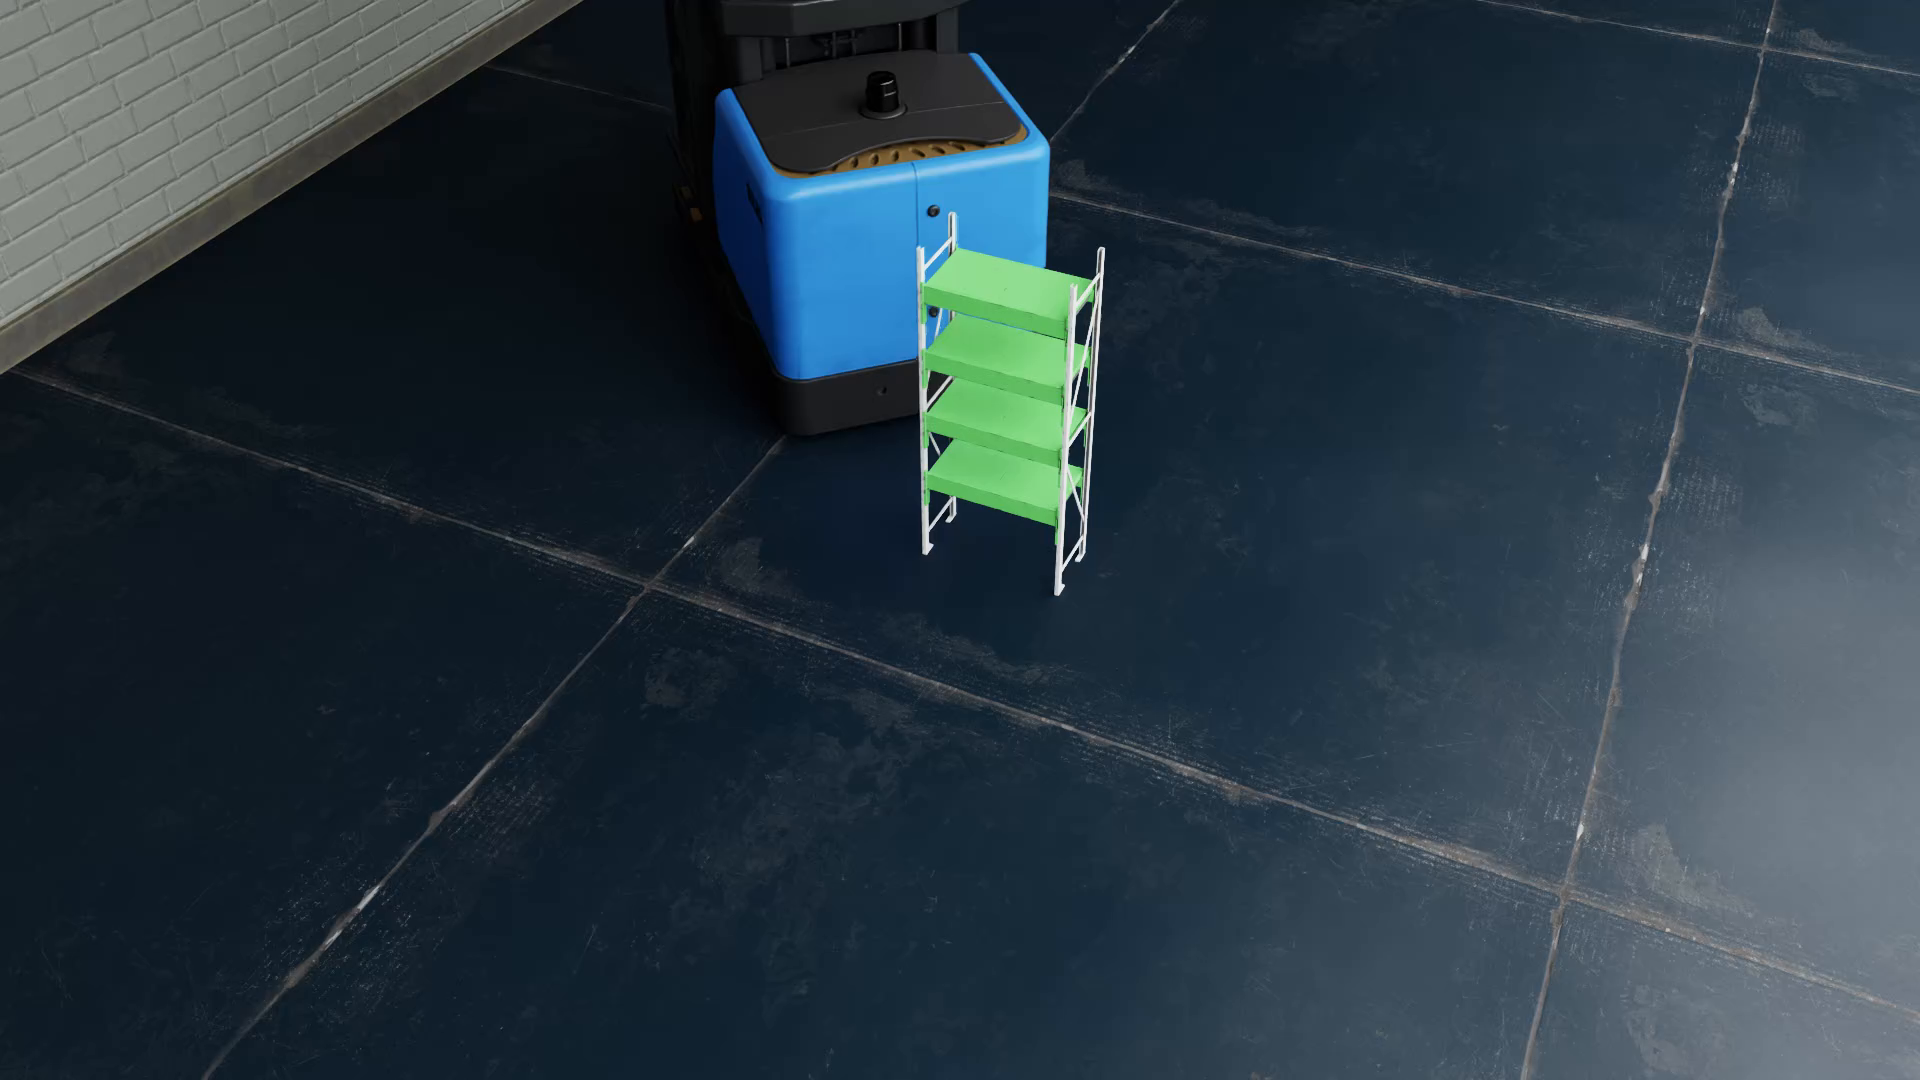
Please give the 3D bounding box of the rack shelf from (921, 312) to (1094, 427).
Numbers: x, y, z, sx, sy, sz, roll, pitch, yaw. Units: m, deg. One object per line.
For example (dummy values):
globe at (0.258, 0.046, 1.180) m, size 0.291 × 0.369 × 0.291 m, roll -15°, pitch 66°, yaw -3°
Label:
rack shelf at (0.150, -0.541, 5.189) m, size 0.480 × 0.148 × 0.258 m, roll 17°, pitch 44°, yaw 19°

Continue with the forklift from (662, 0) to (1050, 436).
forklift at (-0.627, -2.464, 6.355) m, size 1.130 × 2.935 × 3.031 m, roll -12°, pitch 42°, yaw -14°

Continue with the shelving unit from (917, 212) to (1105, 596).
shelving unit at (0.150, -0.408, 5.304) m, size 0.503 × 1.200 × 0.258 m, roll 17°, pitch 44°, yaw 19°

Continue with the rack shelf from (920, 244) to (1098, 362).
rack shelf at (0.150, -0.722, 5.032) m, size 0.480 × 0.148 × 0.258 m, roll 17°, pitch 44°, yaw 19°

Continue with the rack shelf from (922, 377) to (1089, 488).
rack shelf at (0.150, -0.359, 5.346) m, size 0.480 × 0.148 × 0.258 m, roll 17°, pitch 44°, yaw 19°

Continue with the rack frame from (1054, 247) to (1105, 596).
rack frame at (0.371, -0.340, 5.226) m, size 0.015 × 1.200 × 0.240 m, roll 17°, pitch 44°, yaw 19°

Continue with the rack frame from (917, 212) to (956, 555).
rack frame at (-0.071, -0.475, 5.382) m, size 0.015 × 1.200 × 0.240 m, roll 17°, pitch 44°, yaw 19°

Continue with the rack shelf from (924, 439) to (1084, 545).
rack shelf at (0.150, -0.178, 5.503) m, size 0.480 × 0.148 × 0.258 m, roll 17°, pitch 44°, yaw 19°
